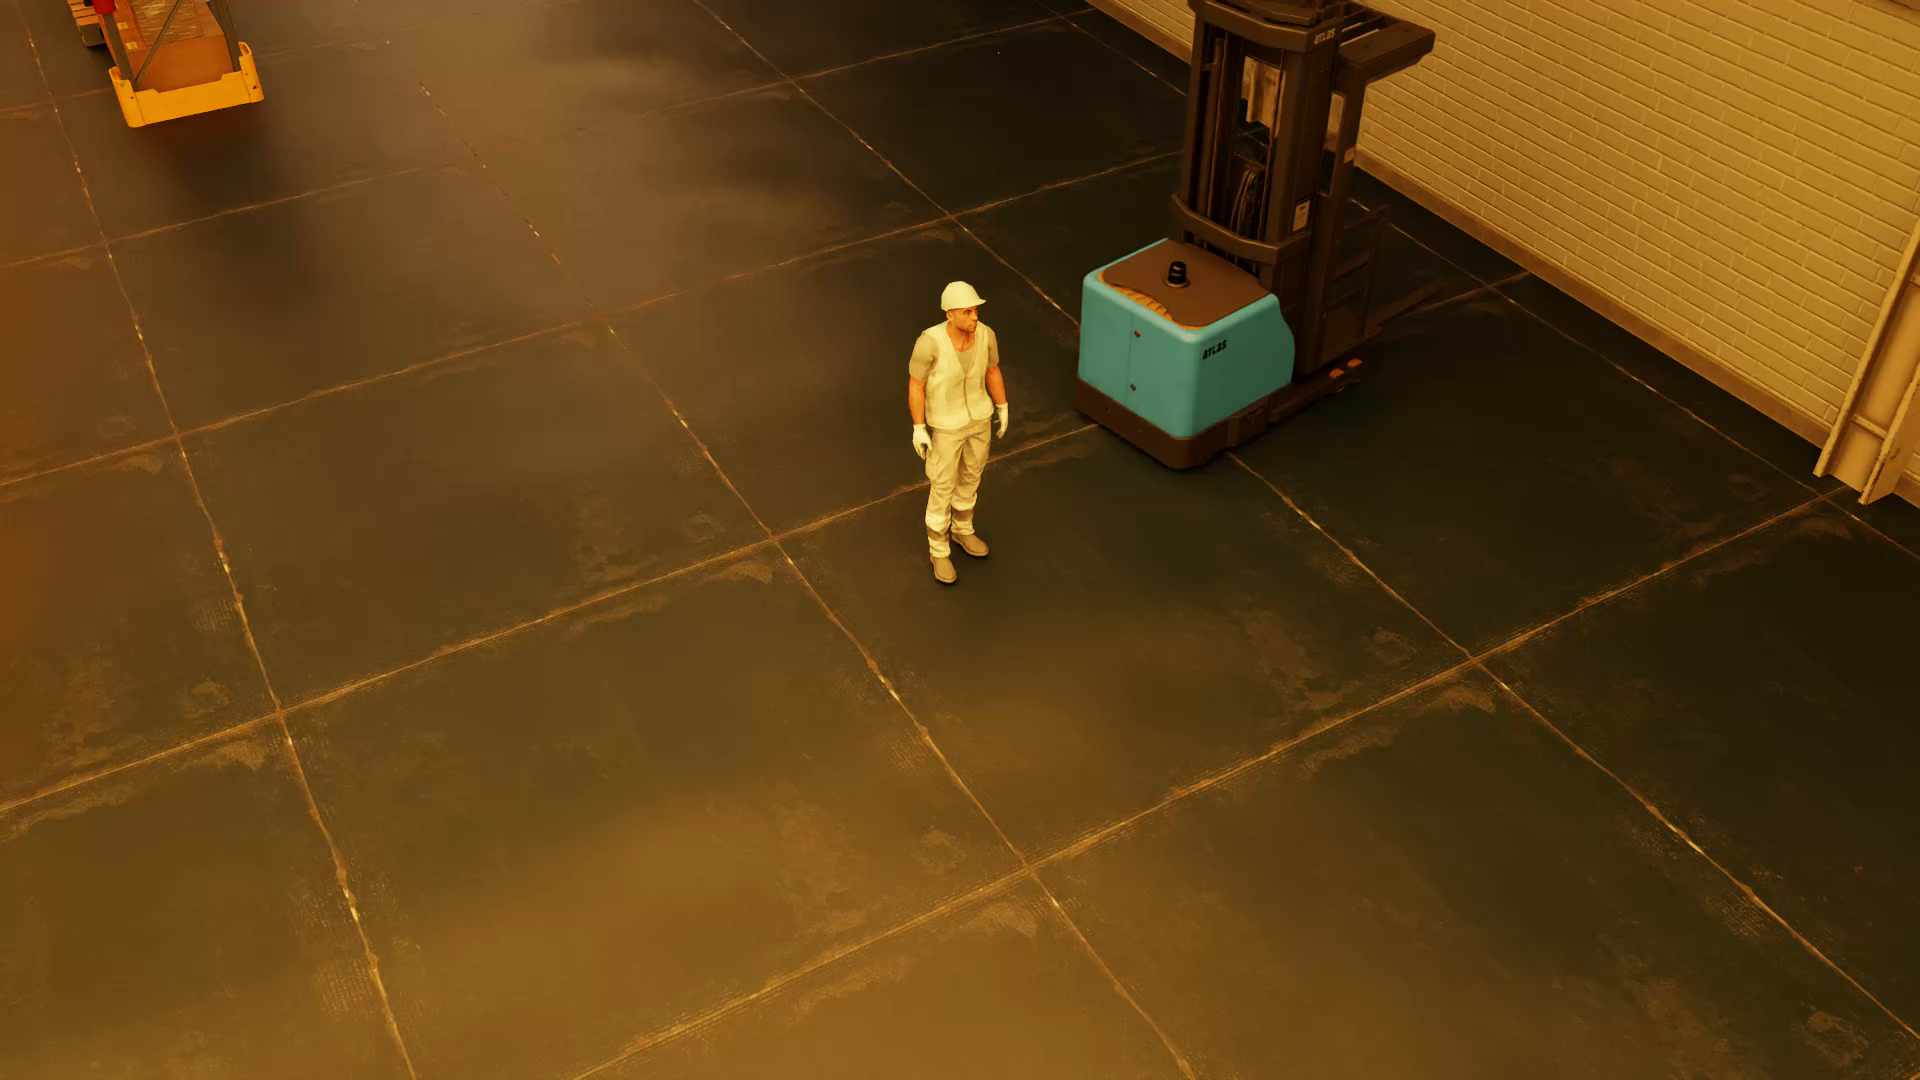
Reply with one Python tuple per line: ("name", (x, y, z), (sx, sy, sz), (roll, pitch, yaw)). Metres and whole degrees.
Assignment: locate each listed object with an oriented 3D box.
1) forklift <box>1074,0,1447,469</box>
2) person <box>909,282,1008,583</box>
("forklift", (2.228, -2.383, 10.909), (3.031, 2.935, 1.130), (-29, 47, -30))
("person", (0.031, -0.646, 9.699), (0.638, 1.789, 0.562), (-20, 44, -23))
